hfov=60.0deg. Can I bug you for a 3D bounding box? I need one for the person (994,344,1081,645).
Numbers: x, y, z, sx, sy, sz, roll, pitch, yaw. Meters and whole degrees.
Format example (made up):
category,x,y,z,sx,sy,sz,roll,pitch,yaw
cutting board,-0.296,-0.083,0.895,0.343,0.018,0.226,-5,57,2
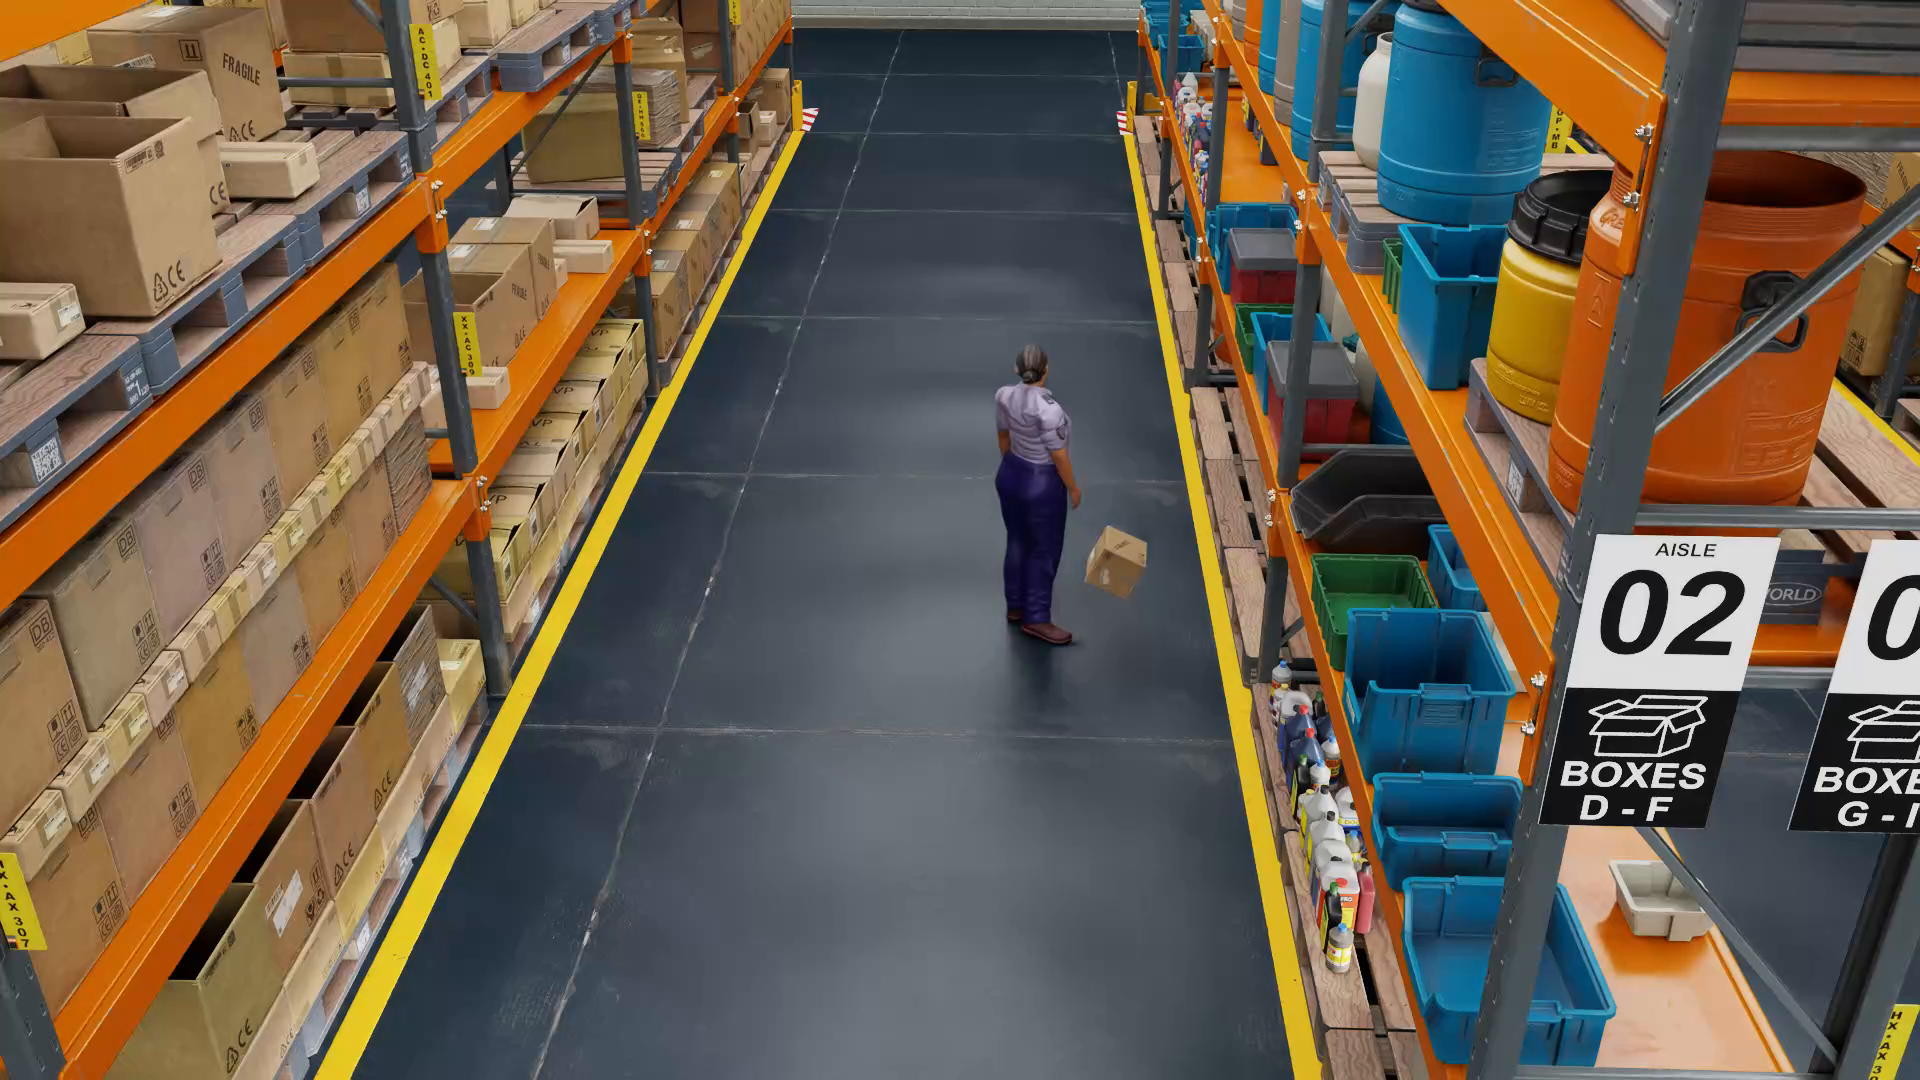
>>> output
category,x,y,z,sx,sy,sz,roll,pitch,yaw
person,0.441,-0.267,9.123,0.369,1.643,0.614,-21,34,-34
